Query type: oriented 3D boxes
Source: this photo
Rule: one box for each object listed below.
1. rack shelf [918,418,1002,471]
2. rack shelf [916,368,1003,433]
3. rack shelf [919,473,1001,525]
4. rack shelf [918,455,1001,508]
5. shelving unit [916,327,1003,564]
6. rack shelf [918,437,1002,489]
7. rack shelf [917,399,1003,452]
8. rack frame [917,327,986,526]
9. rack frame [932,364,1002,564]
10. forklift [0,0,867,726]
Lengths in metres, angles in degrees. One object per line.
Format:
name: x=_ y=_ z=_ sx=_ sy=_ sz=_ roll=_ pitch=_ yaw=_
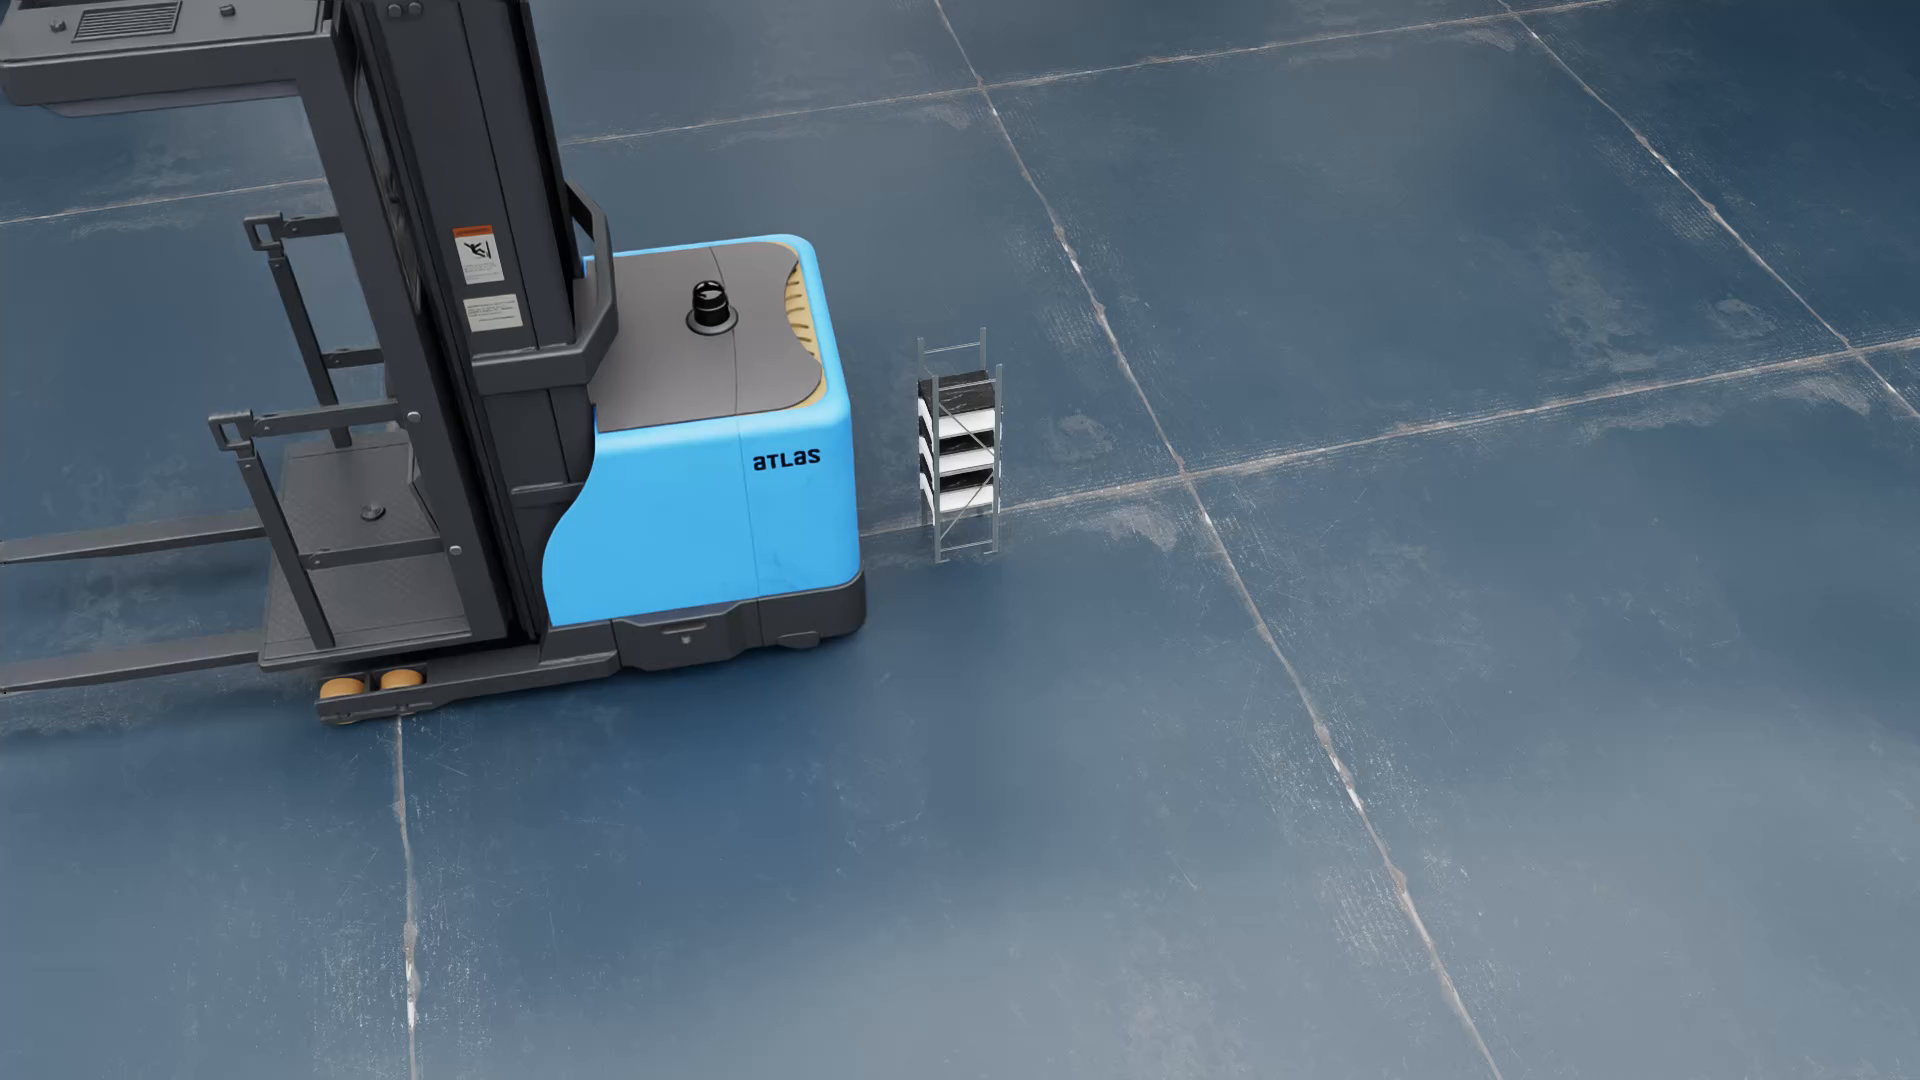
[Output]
rack shelf: x=-0.002 y=-0.360 z=5.894 sx=0.258 sy=0.077 sz=0.200 roll=-11 pitch=47 yaw=-10
rack shelf: x=-0.002 y=-0.486 z=5.765 sx=0.258 sy=0.077 sz=0.200 roll=-11 pitch=47 yaw=-10
rack shelf: x=-0.002 y=-0.171 z=6.086 sx=0.258 sy=0.077 sz=0.200 roll=-11 pitch=47 yaw=-10
rack shelf: x=-0.002 y=-0.234 z=6.022 sx=0.258 sy=0.077 sz=0.200 roll=-11 pitch=47 yaw=-10
shelving unit: x=-0.002 y=-0.321 z=5.934 sx=0.258 sy=0.900 sz=0.210 roll=-11 pitch=47 yaw=-10
rack shelf: x=-0.002 y=-0.297 z=5.958 sx=0.258 sy=0.077 sz=0.200 roll=-11 pitch=47 yaw=-10
rack shelf: x=-0.002 y=-0.423 z=5.829 sx=0.258 sy=0.077 sz=0.200 roll=-11 pitch=47 yaw=-10
rack frame: x=-0.028 y=-0.391 z=6.003 sx=0.240 sy=0.900 sz=0.006 roll=-11 pitch=47 yaw=-10
rack frame: x=0.024 y=-0.250 z=5.865 sx=0.240 sy=0.900 sz=0.006 roll=-11 pitch=47 yaw=-10
forklift: x=-1.900 y=-0.815 z=4.996 sx=3.031 sy=2.935 sz=1.130 roll=-8 pitch=46 yaw=-8
